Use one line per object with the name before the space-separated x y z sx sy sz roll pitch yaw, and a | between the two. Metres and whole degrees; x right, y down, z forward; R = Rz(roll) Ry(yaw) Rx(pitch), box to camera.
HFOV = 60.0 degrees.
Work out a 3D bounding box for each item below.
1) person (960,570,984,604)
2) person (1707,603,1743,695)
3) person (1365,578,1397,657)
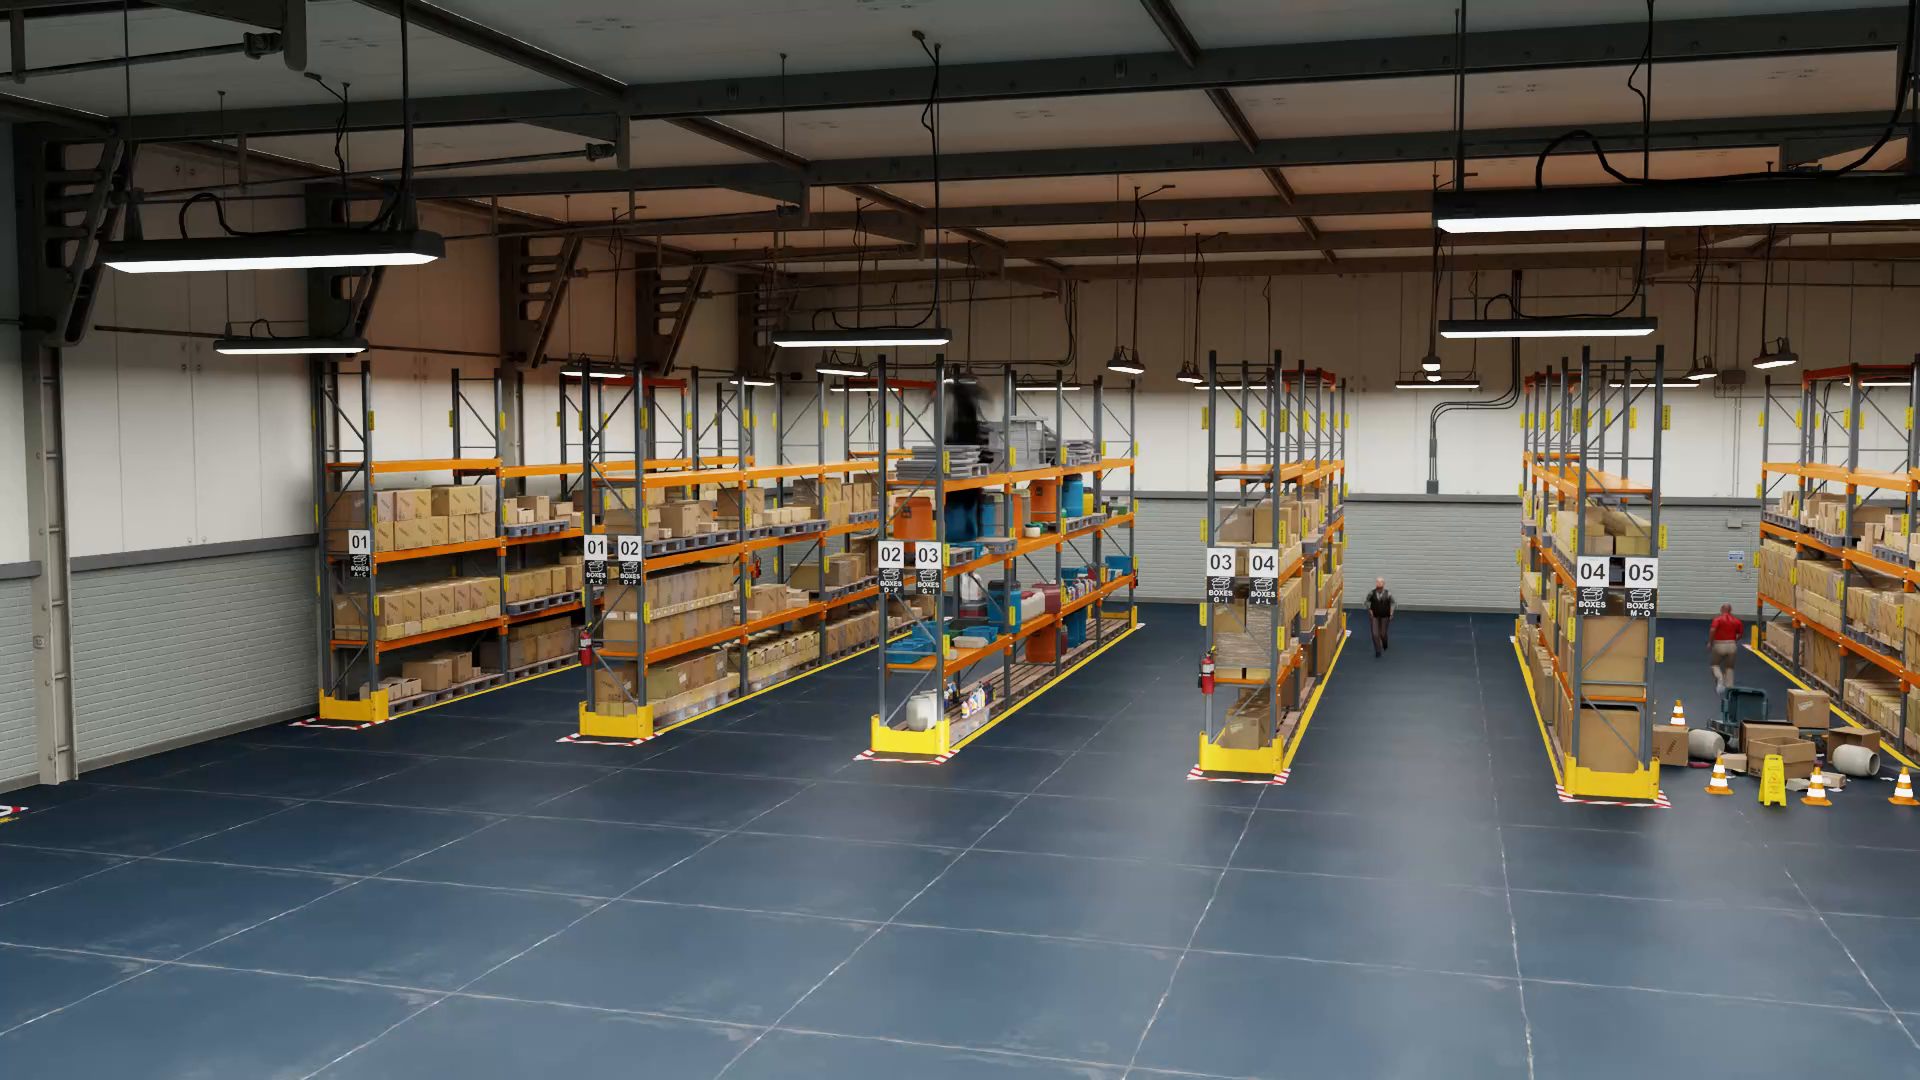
person | 0.243 1.363 38.888 0.648 1.744 0.825 0 4 7
person | 13.956 1.988 30.405 0.646 1.679 0.671 0 4 6
person | 8.939 1.645 35.403 0.661 1.682 0.585 2 4 21
